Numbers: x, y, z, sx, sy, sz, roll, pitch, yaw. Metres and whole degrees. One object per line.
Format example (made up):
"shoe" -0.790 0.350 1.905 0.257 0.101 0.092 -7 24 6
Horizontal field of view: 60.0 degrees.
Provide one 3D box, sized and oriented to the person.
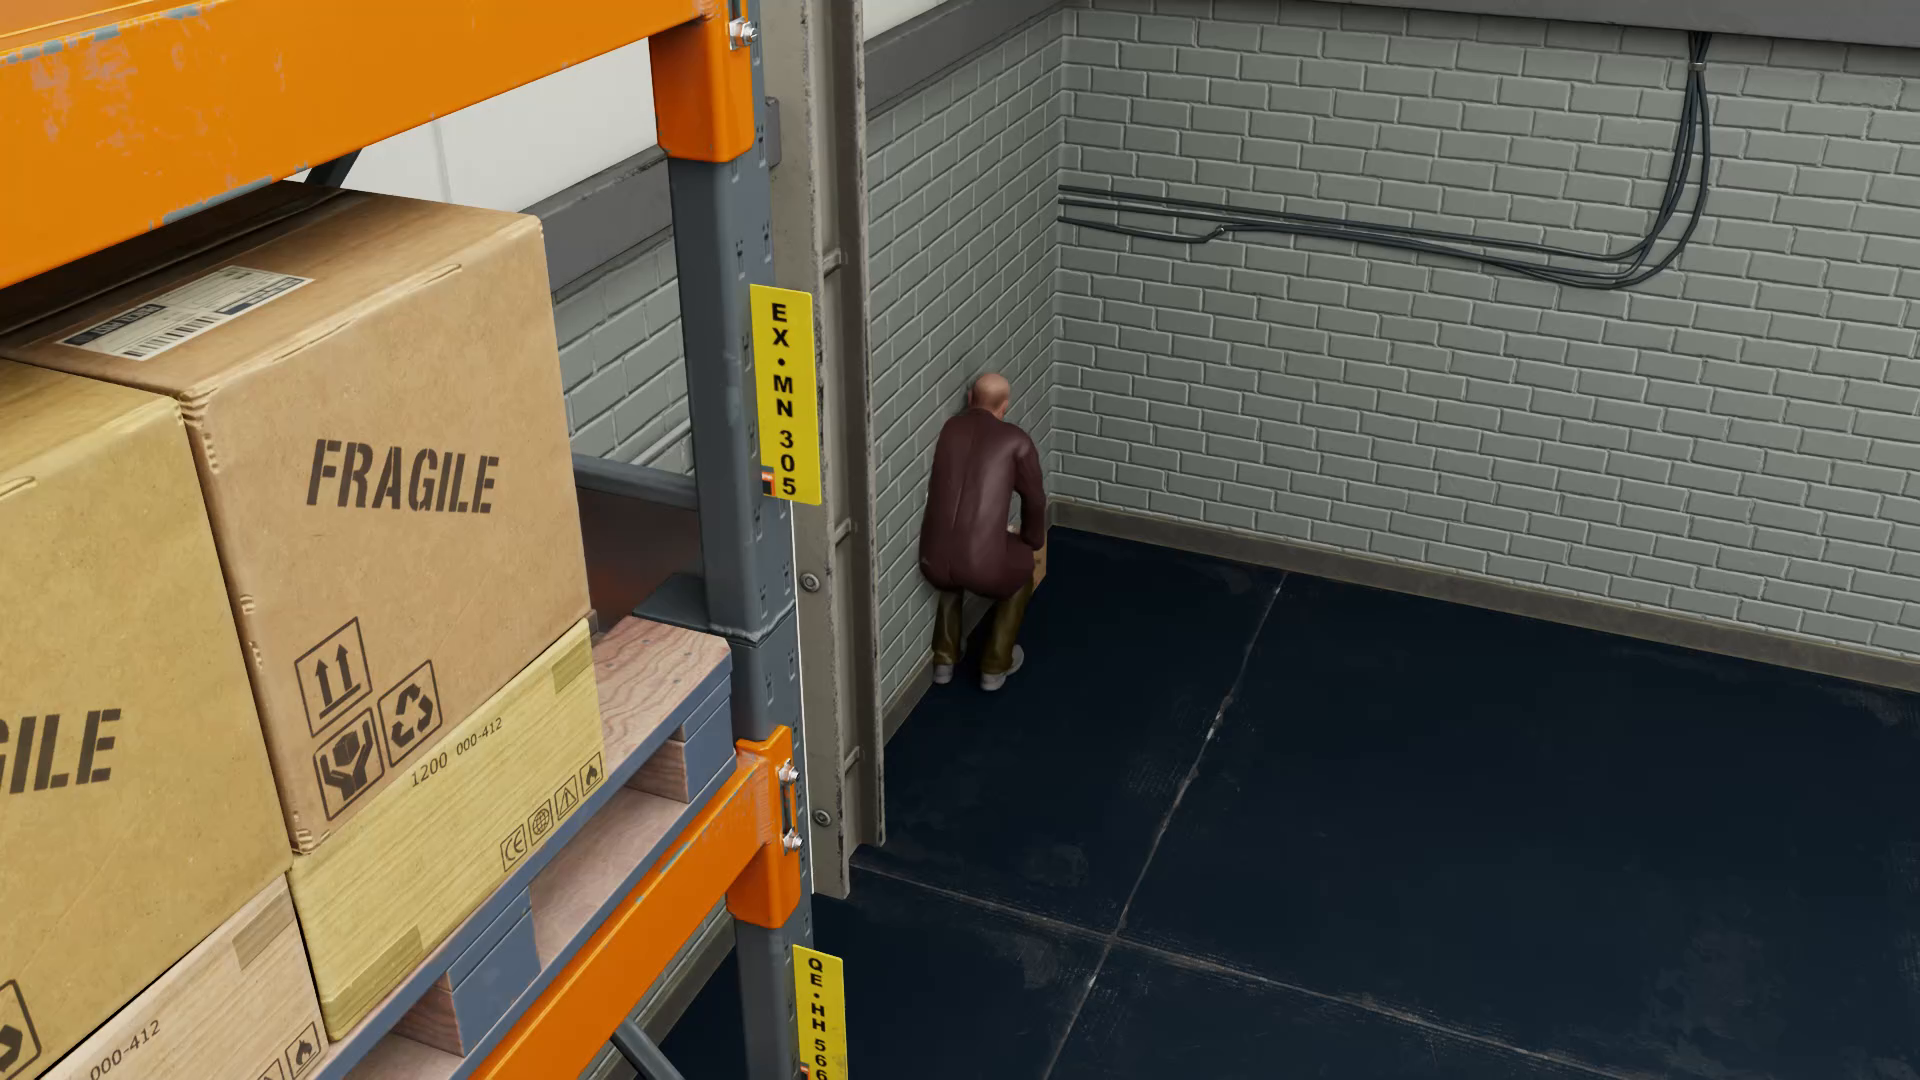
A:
"person" 0.050 -0.016 7.567 0.631 1.395 0.735 11 31 19
